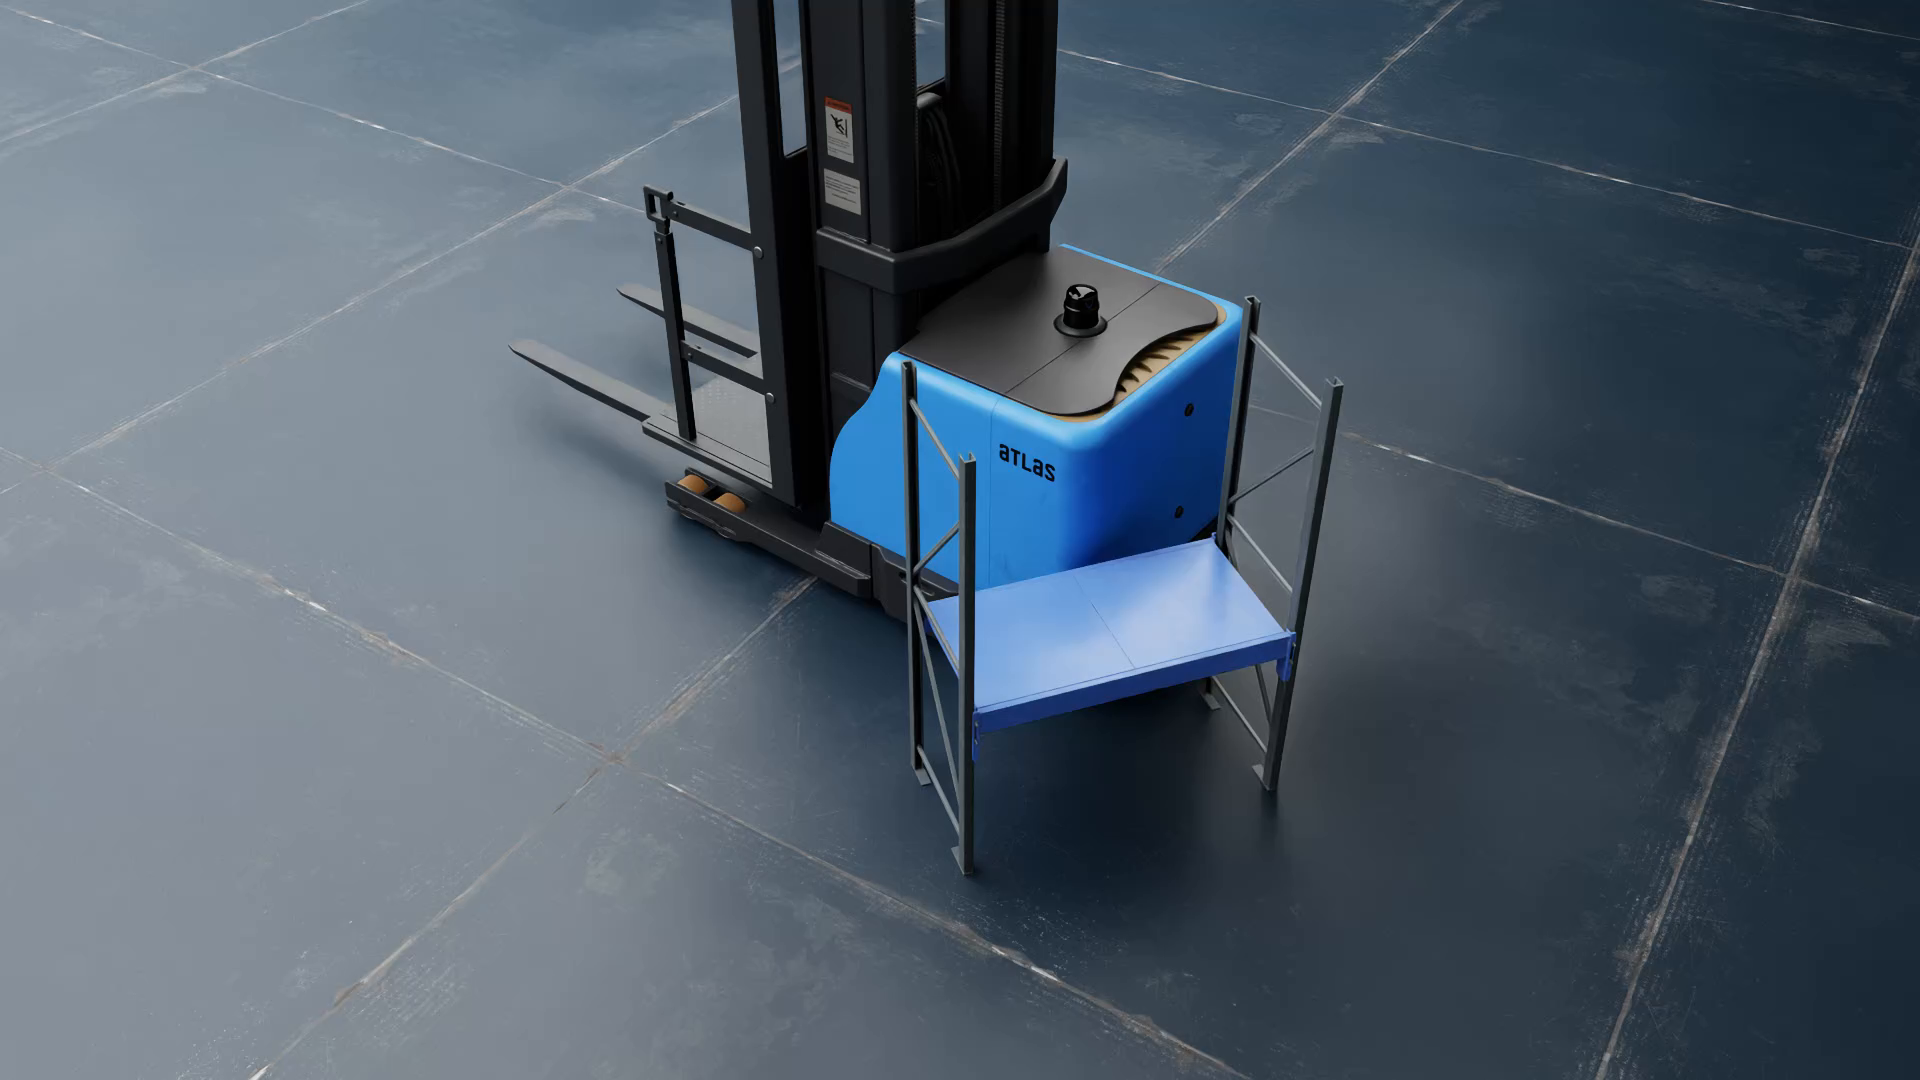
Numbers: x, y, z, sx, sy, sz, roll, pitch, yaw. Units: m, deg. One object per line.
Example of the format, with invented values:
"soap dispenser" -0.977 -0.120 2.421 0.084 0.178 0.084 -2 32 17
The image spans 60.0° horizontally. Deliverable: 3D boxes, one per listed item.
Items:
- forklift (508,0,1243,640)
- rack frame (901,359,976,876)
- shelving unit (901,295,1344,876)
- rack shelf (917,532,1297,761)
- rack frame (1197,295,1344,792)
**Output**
"forklift" -0.493 -1.396 5.660 3.031 2.935 1.130 25 44 29
"rack frame" -0.059 0.260 4.684 0.032 1.500 0.500 -12 39 -16
"shelving unit" 0.420 0.156 4.820 1.048 1.500 0.538 -12 39 -16
"rack shelf" 0.420 0.298 4.930 1.000 0.185 0.538 -12 39 -16
"rack frame" 0.898 0.051 4.956 0.032 1.500 0.500 -12 39 -16
